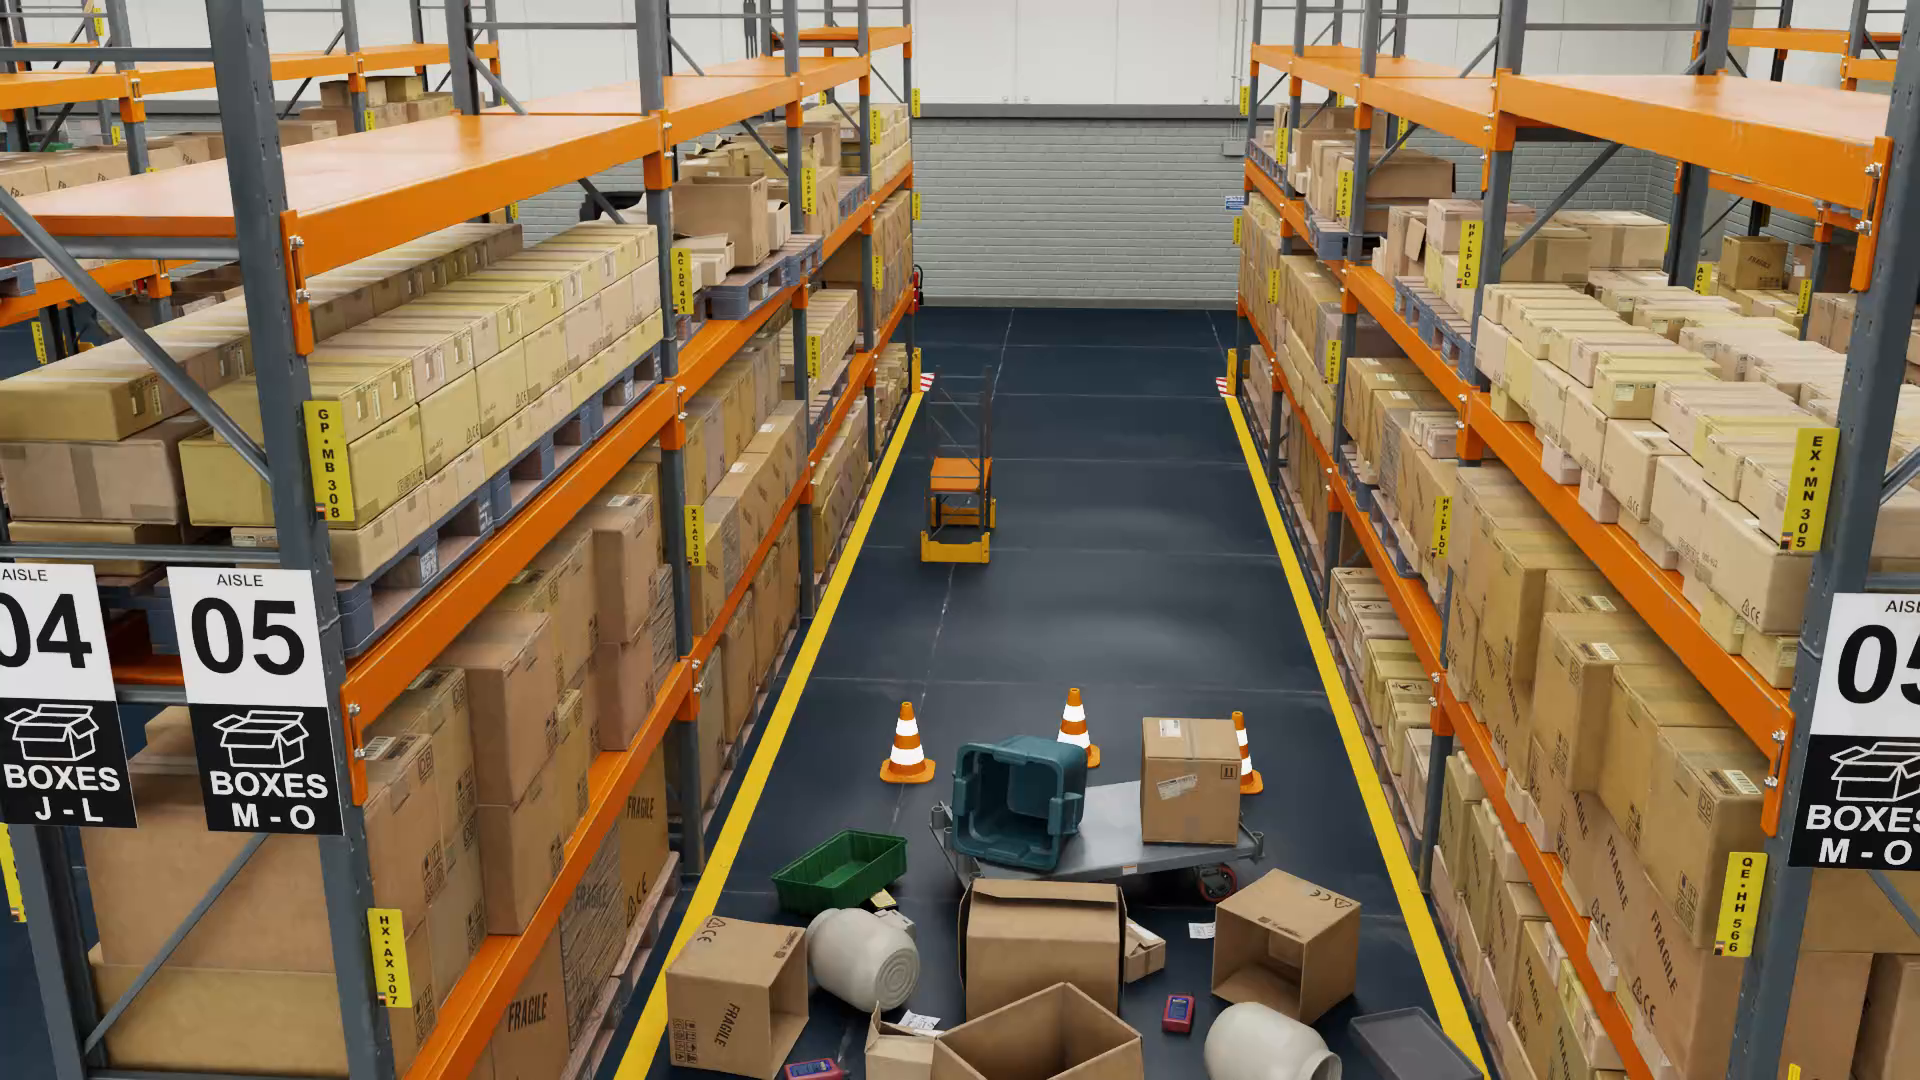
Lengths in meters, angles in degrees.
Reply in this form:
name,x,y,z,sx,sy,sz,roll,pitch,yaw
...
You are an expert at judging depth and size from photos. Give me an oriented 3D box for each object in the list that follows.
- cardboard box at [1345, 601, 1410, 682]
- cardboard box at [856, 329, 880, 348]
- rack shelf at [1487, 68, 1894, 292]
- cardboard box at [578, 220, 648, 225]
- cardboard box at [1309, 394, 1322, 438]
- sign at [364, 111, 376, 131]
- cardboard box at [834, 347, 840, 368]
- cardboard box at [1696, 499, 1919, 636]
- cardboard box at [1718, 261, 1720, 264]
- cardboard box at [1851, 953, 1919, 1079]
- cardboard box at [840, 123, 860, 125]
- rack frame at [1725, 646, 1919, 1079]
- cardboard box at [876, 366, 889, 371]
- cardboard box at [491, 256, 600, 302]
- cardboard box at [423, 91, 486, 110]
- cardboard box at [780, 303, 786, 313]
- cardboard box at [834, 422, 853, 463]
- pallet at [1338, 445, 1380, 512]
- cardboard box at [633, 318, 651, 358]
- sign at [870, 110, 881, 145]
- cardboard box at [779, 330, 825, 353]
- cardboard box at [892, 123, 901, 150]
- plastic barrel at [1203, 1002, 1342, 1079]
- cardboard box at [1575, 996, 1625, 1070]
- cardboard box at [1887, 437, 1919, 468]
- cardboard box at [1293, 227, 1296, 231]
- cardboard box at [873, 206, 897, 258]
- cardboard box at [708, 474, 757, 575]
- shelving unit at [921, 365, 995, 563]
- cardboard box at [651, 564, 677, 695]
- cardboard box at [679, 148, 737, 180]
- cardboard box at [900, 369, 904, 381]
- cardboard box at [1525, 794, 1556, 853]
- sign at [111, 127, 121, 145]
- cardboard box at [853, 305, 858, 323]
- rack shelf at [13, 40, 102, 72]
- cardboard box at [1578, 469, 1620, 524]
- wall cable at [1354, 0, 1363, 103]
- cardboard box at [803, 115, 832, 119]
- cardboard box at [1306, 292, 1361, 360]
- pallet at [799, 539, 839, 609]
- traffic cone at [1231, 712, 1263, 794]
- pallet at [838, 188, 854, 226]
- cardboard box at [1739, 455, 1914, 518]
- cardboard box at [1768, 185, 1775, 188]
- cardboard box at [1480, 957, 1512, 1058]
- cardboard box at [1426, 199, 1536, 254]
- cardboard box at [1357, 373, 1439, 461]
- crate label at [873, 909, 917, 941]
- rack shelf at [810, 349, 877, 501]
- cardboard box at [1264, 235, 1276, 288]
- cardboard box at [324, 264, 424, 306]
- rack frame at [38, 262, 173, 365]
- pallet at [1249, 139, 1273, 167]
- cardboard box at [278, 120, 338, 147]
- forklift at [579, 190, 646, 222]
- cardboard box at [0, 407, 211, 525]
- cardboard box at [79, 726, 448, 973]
name,x,y,z,sx,sy,sz,roll,pitch,yaw
cardboard box,3.204,0.706,11.498,0.950,0.372,0.625,1,18,3
cardboard box,-1.011,-2.031,16.707,0.380,0.149,0.250,2,18,6
rack shelf,2.870,-1.392,5.881,1.077,0.370,4.000,1,18,4
cardboard box,-2.025,-1.764,9.981,0.500,0.311,0.500,1,18,2
cardboard box,3.098,-0.999,13.395,0.500,0.250,0.500,2,18,5
sign,-5.756,-4.023,16.231,0.100,0.325,0.005,1,18,4
cardboard box,-1.279,-1.617,14.771,0.380,0.149,0.250,2,18,6
cardboard box,2.494,0.076,4.820,0.500,0.250,0.500,1,18,3
cardboard box,9.056,-3.044,19.160,0.500,0.250,0.500,2,18,6
cardboard box,3.037,1.407,5.175,0.500,0.500,0.500,1,18,3
cardboard box,-1.043,-4.020,16.353,0.380,0.149,0.250,1,18,2
rack frame,2.726,1.736,4.806,1.000,3.000,0.127,1,18,4
cardboard box,-0.999,-1.866,18.750,0.380,0.149,0.250,1,18,2
cardboard box,-1.712,-1.082,6.877,0.380,0.149,0.250,1,18,4
cardboard box,-5.995,-5.011,19.587,0.700,0.500,0.500,0,18,1
cardboard box,-1.859,-2.234,15.696,0.380,0.149,0.250,2,18,5
cardboard box,-1.233,-0.877,14.918,0.500,0.250,0.500,0,18,1
pallet,3.355,-0.433,11.736,1.213,0.211,1.003,1,18,4
cardboard box,-1.657,-0.940,7.724,0.380,0.149,0.250,2,18,5
sign,-0.804,-3.917,15.779,0.100,0.325,0.005,1,18,4
cardboard box,-1.343,-1.655,13.931,0.380,0.149,0.250,2,18,6
cardboard box,-0.925,-4.437,18.268,0.500,0.250,0.500,2,18,5
plastic barrel,1.364,2.285,7.269,0.512,0.421,0.421,17,25,41
cardboard box,2.483,1.809,6.081,0.380,0.149,0.250,2,18,6
cardboard box,3.037,-0.209,5.050,0.380,0.149,0.250,1,18,4
cardboard box,3.418,-3.004,16.464,0.380,0.149,0.250,2,18,5
cardboard box,-0.955,-3.345,18.070,0.500,0.500,0.500,1,18,2
cardboard box,-1.552,-0.102,10.256,0.500,0.500,0.500,1,18,4
shelving unit,-0.005,-0.689,14.617,0.587,1.500,1.083,1,18,4
cardboard box,-1.946,0.459,8.465,0.875,0.550,0.550,1,18,4
cardboard box,-1.875,-2.795,12.430,0.396,0.266,0.258,1,18,4
cardboard box,-0.860,-1.966,19.533,0.380,0.149,0.250,1,18,2
cardboard box,2.579,1.180,6.908,0.380,0.149,0.250,1,18,4
sign,-10.402,-4.933,20.512,0.100,0.325,0.005,1,18,4
cardboard box,-1.190,-2.163,15.959,0.380,0.149,0.250,2,18,6
rack shelf,-11.095,-5.262,18.329,1.077,0.370,4.000,1,18,4
cardboard box,2.538,-0.165,6.195,0.380,0.149,0.250,1,18,3
wall cable,4.750,-7.839,24.395,2.355,3.000,0.029,1,18,4
cardboard box,-1.541,-4.356,17.381,0.380,0.149,0.250,1,18,4
cardboard box,3.147,-1.751,13.683,0.500,0.500,0.500,1,18,4
pallet,-1.587,0.255,13.805,1.003,0.211,1.213,1,18,4
traffic cone,1.705,1.283,10.264,0.336,0.463,0.334,1,18,4
pallet,-1.580,-2.894,14.423,1.213,0.211,1.003,1,18,4
cardboard box,2.513,-0.139,4.837,0.380,0.149,0.250,2,18,5
cardboard box,8.388,-3.623,16.749,0.380,0.149,0.250,2,18,6
cardboard box,2.639,2.109,7.410,0.500,0.250,0.500,1,18,3
cardboard box,2.979,-1.797,9.538,0.500,0.250,0.500,2,18,5
cardboard box,3.006,-0.840,11.357,0.500,0.500,0.500,2,18,7
crate label,-0.381,2.019,8.542,0.298,0.136,0.250,-13,22,-34
rack shelf,-1.501,-1.107,14.638,1.077,0.370,4.000,1,18,4
cardboard box,3.389,-2.823,16.956,0.500,0.500,0.500,1,18,3
cardboard box,-2.387,-1.016,6.678,0.380,0.149,0.250,1,18,4
rack frame,-6.585,-0.969,13.064,1.000,3.000,0.127,1,18,4
pallet,3.830,-4.386,18.815,1.003,0.211,1.213,1,18,4
cardboard box,-6.330,-3.704,15.757,0.700,0.500,0.500,2,18,5
forklift,-3.046,-1.638,15.216,1.130,2.935,3.031,1,18,3
cardboard box,-2.462,-0.244,4.960,0.500,0.250,0.500,2,18,5
cardboard box,-2.153,0.959,5.205,0.875,0.550,0.550,1,18,4
